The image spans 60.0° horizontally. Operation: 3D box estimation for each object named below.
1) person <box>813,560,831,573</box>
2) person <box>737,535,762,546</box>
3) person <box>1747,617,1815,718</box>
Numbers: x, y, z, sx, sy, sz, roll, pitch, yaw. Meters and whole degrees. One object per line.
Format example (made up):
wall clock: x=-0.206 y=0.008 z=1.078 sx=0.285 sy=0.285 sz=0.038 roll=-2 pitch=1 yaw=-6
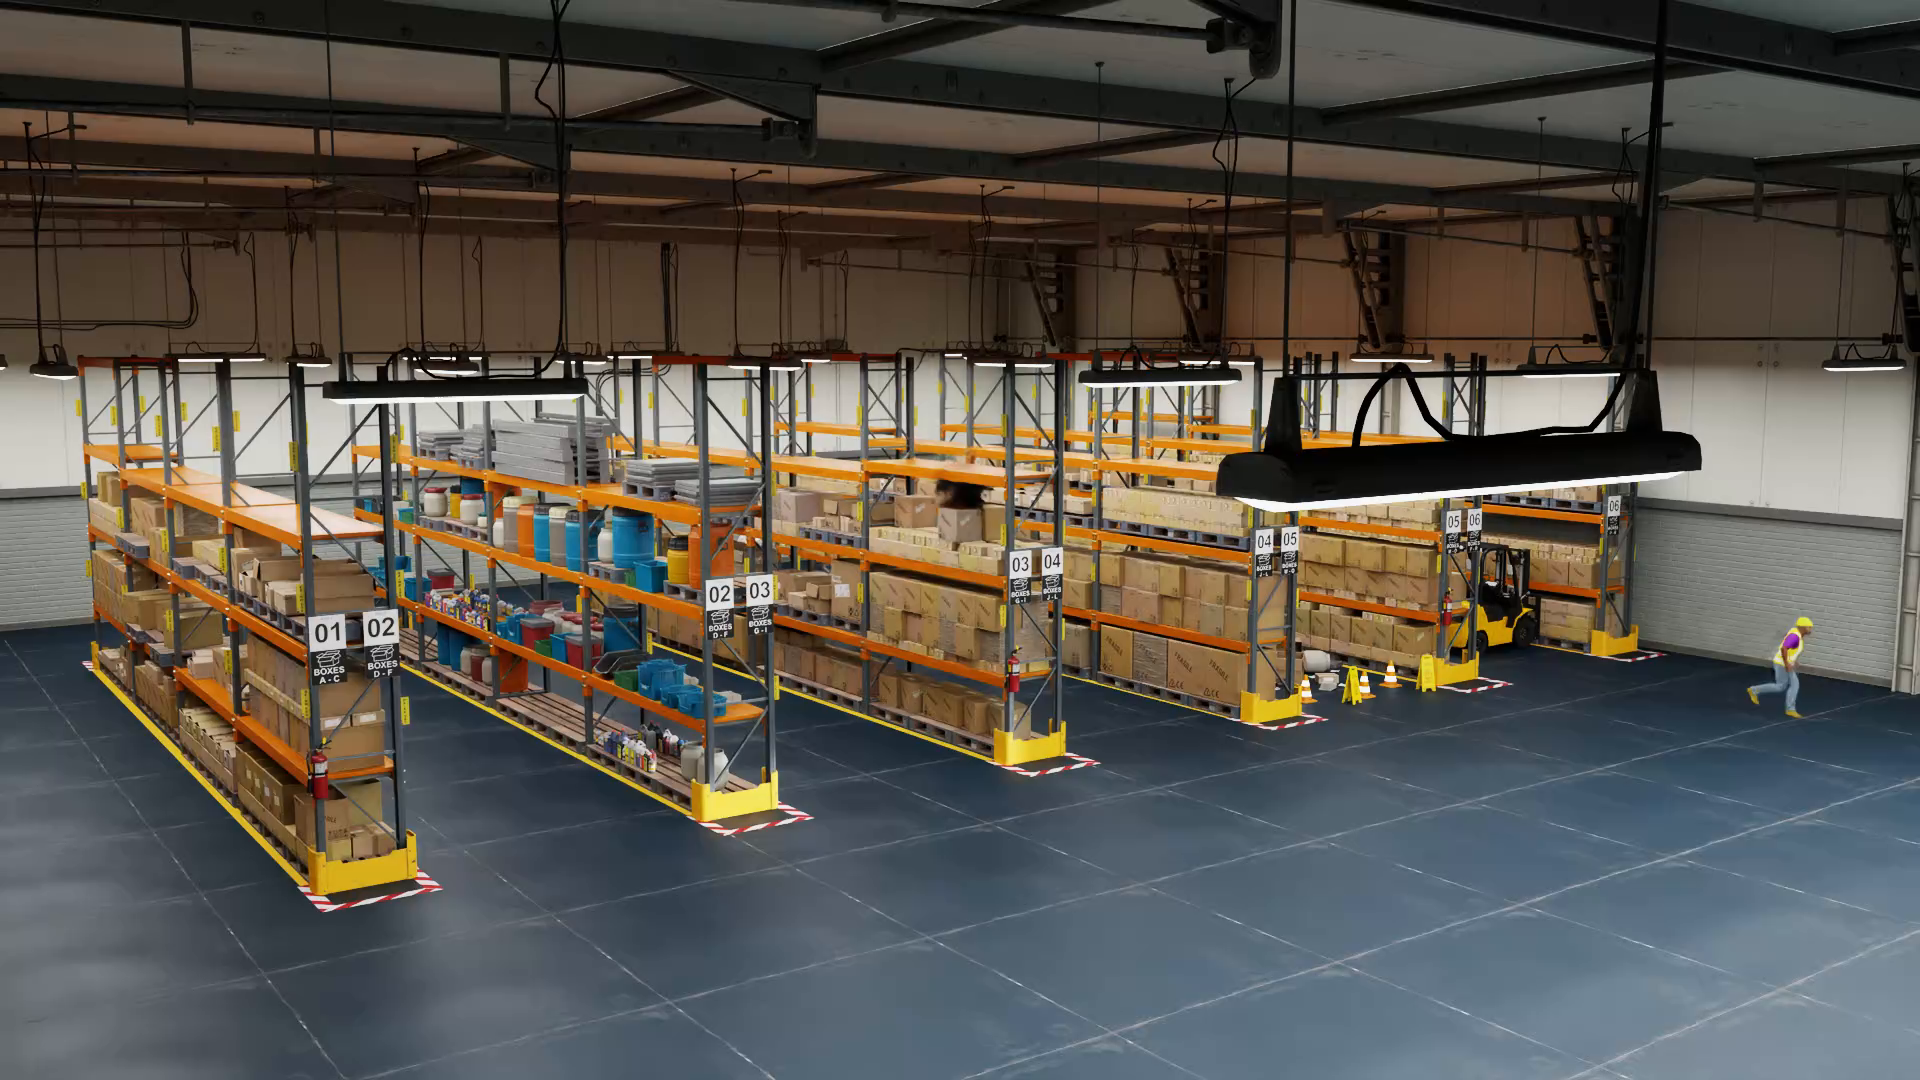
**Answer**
person: x=-3.563 y=0.452 z=41.929 sx=0.835 sy=1.597 sz=0.574 roll=1 pitch=7 yaw=11
person: x=-5.197 y=0.500 z=40.825 sx=0.713 sy=1.782 sz=0.900 roll=2 pitch=7 yaw=14
person: x=13.816 y=2.123 z=28.007 sx=0.973 sy=1.707 sz=0.708 roll=3 pitch=8 yaw=25
